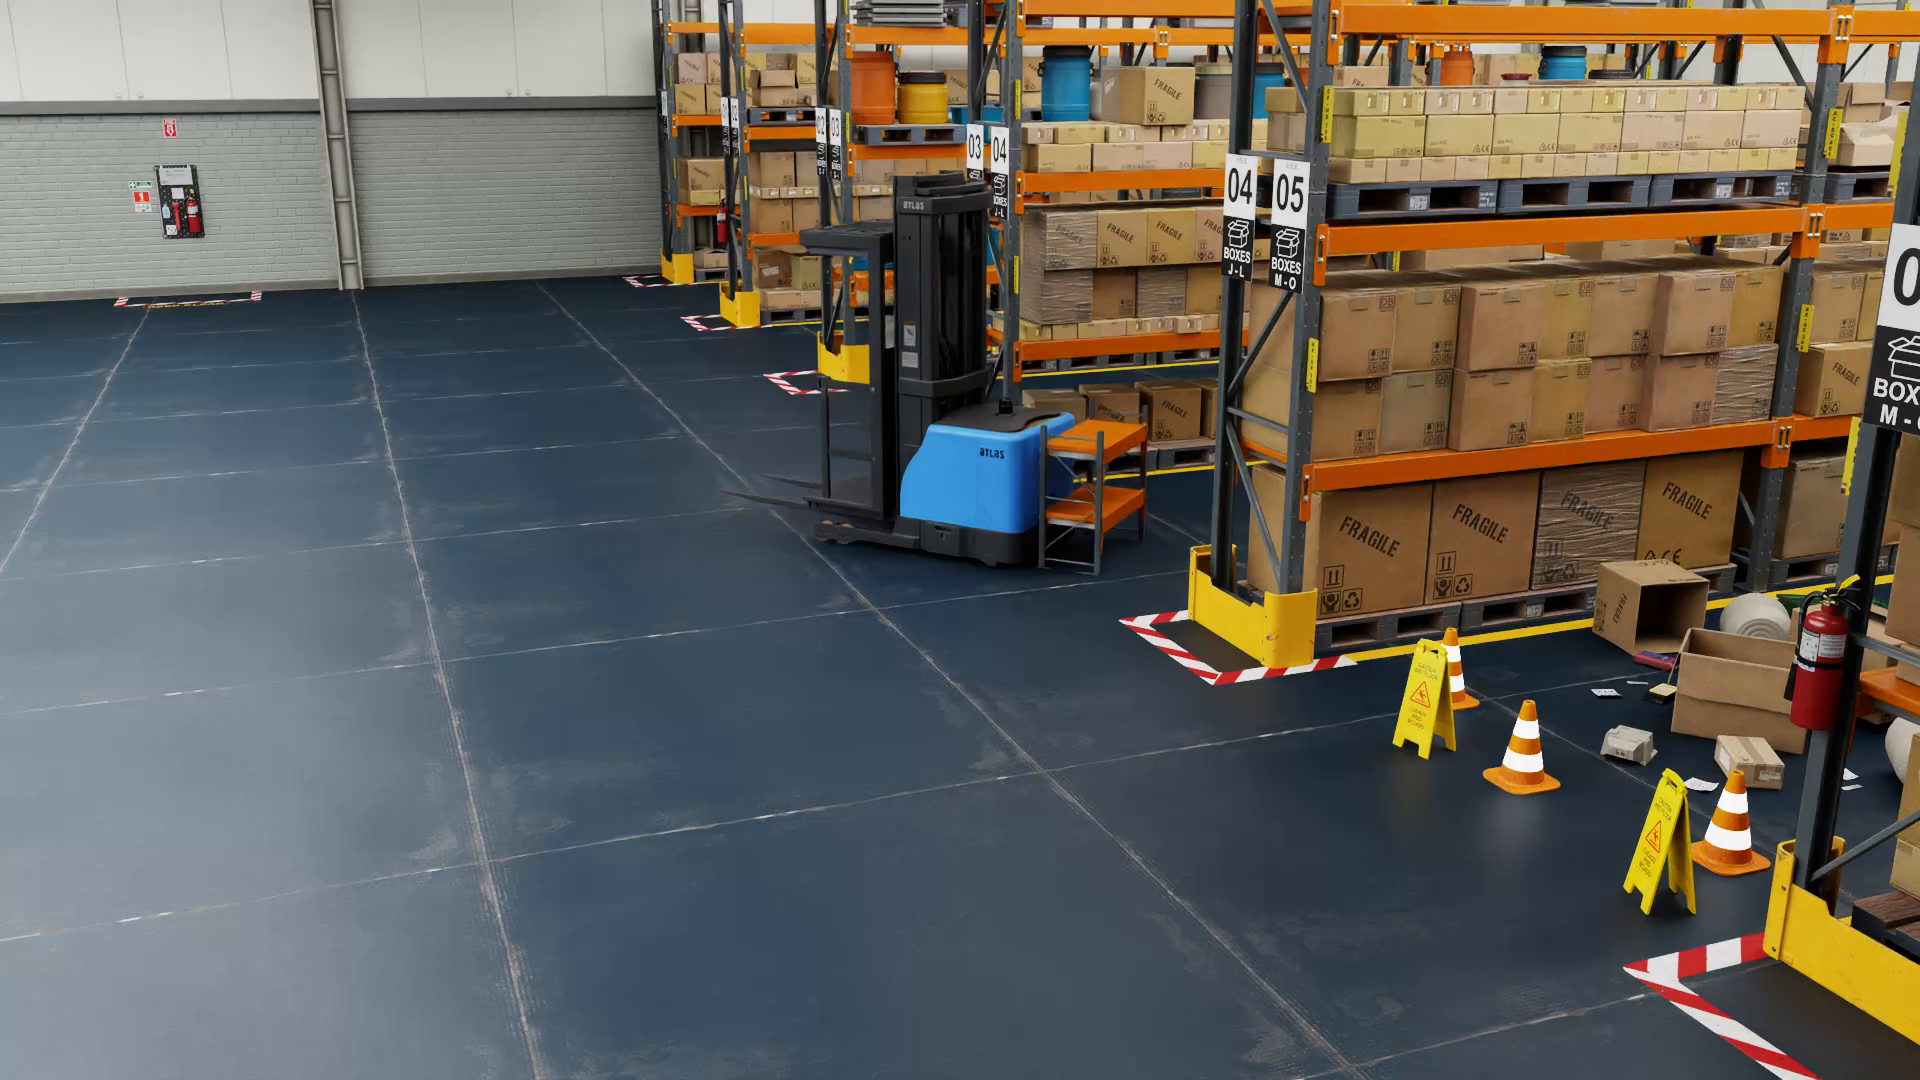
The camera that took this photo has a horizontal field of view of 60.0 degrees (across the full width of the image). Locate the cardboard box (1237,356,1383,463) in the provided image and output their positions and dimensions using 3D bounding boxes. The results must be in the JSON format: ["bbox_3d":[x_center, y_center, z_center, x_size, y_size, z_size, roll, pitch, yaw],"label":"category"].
[{"bbox_3d":[2.313,-0.894,11.052,0.550,0.550,0.875,-6,17,-20],"label":"cardboard box"}]

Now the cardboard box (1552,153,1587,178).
[{"bbox_3d":[3.834,-2.444,10.797,0.250,0.149,0.380,-6,17,-20],"label":"cardboard box"}]

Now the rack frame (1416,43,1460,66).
[{"bbox_3d":[7.967,-8.783,27.535,0.127,3.000,1.000,-6,17,-20],"label":"rack frame"}]

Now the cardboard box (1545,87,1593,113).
[{"bbox_3d":[3.835,-2.827,10.685,0.250,0.149,0.380,-6,17,-19],"label":"cardboard box"}]

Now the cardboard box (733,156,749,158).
[{"bbox_3d":[-3.696,-6.500,29.308,0.500,0.500,0.500,-7,18,-22],"label":"cardboard box"}]

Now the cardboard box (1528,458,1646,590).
[{"bbox_3d":[4.266,-0.221,12.053,0.875,0.875,0.875,-6,17,-20],"label":"cardboard box"}]

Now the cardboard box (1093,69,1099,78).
[{"bbox_3d":[2.880,-8.565,31.160,0.500,0.500,0.700,-8,18,-24],"label":"cardboard box"}]

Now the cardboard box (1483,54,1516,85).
[{"bbox_3d":[8.925,-7.943,28.049,0.500,0.500,0.700,-6,17,-20],"label":"cardboard box"}]

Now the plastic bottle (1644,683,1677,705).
[{"bbox_3d":[4.362,0.942,10.281,0.283,0.061,0.133,-14,21,-39],"label":"plastic bottle"}]

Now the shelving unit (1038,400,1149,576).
[{"bbox_3d":[1.055,-0.428,13.059,0.538,1.125,1.048,8,18,24],"label":"shelving unit"}]

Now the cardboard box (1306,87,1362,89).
[{"bbox_3d":[2.410,-2.871,10.836,0.250,0.149,0.380,-6,17,-20],"label":"cardboard box"}]

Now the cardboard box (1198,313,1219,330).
[{"bbox_3d":[2.276,-2.119,15.936,0.250,0.149,0.380,-6,17,-20],"label":"cardboard box"}]

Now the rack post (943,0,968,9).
[{"bbox_3d":[0.329,-6.437,19.680,0.954,0.300,0.937,-7,18,-21],"label":"rack post"}]

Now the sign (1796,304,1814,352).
[{"bbox_3d":[5.918,-1.483,11.649,0.005,0.325,0.100,-6,17,-20],"label":"sign"}]

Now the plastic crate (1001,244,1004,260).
[{"bbox_3d":[0.897,-3.630,21.011,0.662,0.188,0.450,-6,17,-20],"label":"plastic crate"}]

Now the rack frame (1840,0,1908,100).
[{"bbox_3d":[13.471,-7.882,24.469,0.127,3.000,1.000,-6,17,-20],"label":"rack frame"}]

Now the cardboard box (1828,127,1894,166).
[{"bbox_3d":[6.371,-2.795,11.785,0.396,0.266,0.258,-6,18,-21],"label":"cardboard box"}]

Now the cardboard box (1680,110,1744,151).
[{"bbox_3d":[4.878,-2.767,11.189,0.500,0.250,0.500,-6,17,-20],"label":"cardboard box"}]

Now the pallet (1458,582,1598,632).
[{"bbox_3d":[3.839,0.342,12.058,1.213,0.211,1.003,-6,17,-20],"label":"pallet"}]

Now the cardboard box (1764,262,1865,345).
[{"bbox_3d":[6.180,-1.755,12.299,0.500,0.500,0.700,-6,18,-21],"label":"cardboard box"}]

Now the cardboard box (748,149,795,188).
[{"bbox_3d":[-2.749,-5.414,24.231,0.500,0.500,0.700,-6,17,-20],"label":"cardboard box"}]

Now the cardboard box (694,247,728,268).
[{"bbox_3d":[-4.336,-4.965,29.172,0.500,0.311,0.500,-8,18,-26],"label":"cardboard box"}]

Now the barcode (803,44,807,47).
[{"bbox_3d":[-2.731,-8.724,29.289,0.075,0.075,0.001,-6,17,-20],"label":"barcode"}]

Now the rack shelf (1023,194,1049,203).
[{"bbox_3d":[0.588,-6.257,30.859,4.000,0.370,1.077,-6,17,-20],"label":"rack shelf"}]

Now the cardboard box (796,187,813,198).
[{"bbox_3d":[-2.316,-5.089,24.275,0.250,0.149,0.380,-6,17,-20],"label":"cardboard box"}]

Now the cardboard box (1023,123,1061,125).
[{"bbox_3d":[0.735,-3.752,15.285,0.250,0.149,0.380,-7,18,-22],"label":"cardboard box"}]

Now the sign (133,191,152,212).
[{"bbox_3d":[-13.148,-5.440,26.736,0.234,0.329,0.001,-6,17,-20],"label":"sign"}]

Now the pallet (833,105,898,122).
[{"bbox_3d":[-1.428,-6.280,24.493,1.213,0.211,1.003,-6,17,-20],"label":"pallet"}]

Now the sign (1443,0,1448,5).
[{"bbox_3d":[6.204,-6.777,21.278,0.005,0.325,0.100,-6,17,-20],"label":"sign"}]

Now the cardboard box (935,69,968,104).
[{"bbox_3d":[-0.068,-6.872,25.182,0.500,0.500,0.500,-5,17,-16],"label":"cardboard box"}]

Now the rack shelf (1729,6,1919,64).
[{"bbox_3d":[7.586,-3.719,12.278,4.000,0.370,1.077,-6,17,-20],"label":"rack shelf"}]

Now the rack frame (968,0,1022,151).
[{"bbox_3d":[0.303,-4.966,14.539,0.127,3.000,1.000,-6,17,-20],"label":"rack frame"}]

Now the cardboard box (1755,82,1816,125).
[{"bbox_3d":[9.091,-4.774,18.284,0.500,0.500,0.500,-5,17,-17],"label":"cardboard box"}]

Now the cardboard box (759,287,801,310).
[{"bbox_3d":[-2.658,-3.572,24.574,0.500,0.250,0.500,-6,17,-20],"label":"cardboard box"}]

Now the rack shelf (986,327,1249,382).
[{"bbox_3d":[2.170,-1.944,16.172,4.000,0.370,1.077,-6,17,-20],"label":"rack shelf"}]

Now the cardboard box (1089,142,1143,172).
[{"bbox_3d":[1.325,-3.489,15.099,0.500,0.250,0.500,-7,18,-21],"label":"cardboard box"}]

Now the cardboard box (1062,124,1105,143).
[{"bbox_3d":[1.111,-3.672,15.013,0.250,0.149,0.380,-6,18,-21],"label":"cardboard box"}]

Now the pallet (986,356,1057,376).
[{"bbox_3d":[0.483,-2.275,20.972,1.213,0.211,1.003,-6,17,-20],"label":"pallet"}]

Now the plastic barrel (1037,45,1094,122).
[{"bbox_3d":[1.298,-5.603,20.397,0.708,0.901,0.600,-6,17,-20],"label":"plastic barrel"}]

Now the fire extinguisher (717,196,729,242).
[{"bbox_3d":[-3.515,-4.768,24.647,0.183,0.674,0.296,-6,17,-20],"label":"fire extinguisher"}]

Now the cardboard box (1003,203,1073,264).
[{"bbox_3d":[0.728,-2.879,15.597,0.500,0.500,0.500,-6,17,-20],"label":"cardboard box"}]

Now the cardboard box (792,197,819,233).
[{"bbox_3d":[-2.309,-4.840,24.580,0.500,0.500,0.700,-6,17,-19],"label":"cardboard box"}]

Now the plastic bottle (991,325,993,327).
[{"bbox_3d":[0.372,-2.589,21.132,0.133,0.283,0.061,-6,17,-20],"label":"plastic bottle"}]

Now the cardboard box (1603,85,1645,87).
[{"bbox_3d":[4.546,-3.102,11.623,0.250,0.149,0.380,-6,18,-21],"label":"cardboard box"}]

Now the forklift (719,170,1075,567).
[{"bbox_3d":[-0.602,-1.487,13.459,3.031,2.935,1.130,9,19,29],"label":"forklift"}]

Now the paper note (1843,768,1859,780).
[{"bbox_3d":[4.866,1.285,9.190,0.142,0.019,0.148,0,16,-1],"label":"paper note"}]

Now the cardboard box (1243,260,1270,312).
[{"bbox_3d":[2.685,-2.535,16.200,0.500,0.500,0.875,-6,17,-20],"label":"cardboard box"}]

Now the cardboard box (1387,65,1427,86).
[{"bbox_3d":[7.470,-7.610,27.764,0.600,0.600,0.600,-8,18,-25],"label":"cardboard box"}]

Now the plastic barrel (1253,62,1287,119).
[{"bbox_3d":[3.884,-5.714,21.520,0.708,0.901,0.600,-6,17,-20],"label":"plastic barrel"}]

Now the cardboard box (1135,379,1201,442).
[{"bbox_3d":[2.029,-1.276,16.310,0.500,0.500,0.500,-4,17,-15],"label":"cardboard box"}]

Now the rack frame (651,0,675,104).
[{"bbox_3d":[-5.015,-8.876,27.852,0.127,3.000,1.000,-6,17,-20],"label":"rack frame"}]

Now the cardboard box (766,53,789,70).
[{"bbox_3d":[-3.259,-8.237,29.012,0.500,0.500,0.500,-6,17,-20],"label":"cardboard box"}]

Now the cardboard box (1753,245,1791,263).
[{"bbox_3d":[8.805,-2.972,18.219,0.500,0.500,0.500,-7,18,-22],"label":"cardboard box"}]

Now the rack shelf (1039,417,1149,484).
[{"bbox_3d":[1.055,-0.709,12.976,0.538,0.278,1.000,8,18,24],"label":"rack shelf"}]

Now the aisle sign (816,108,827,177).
[{"bbox_3d":[-1.643,-4.709,19.697,0.004,0.787,0.394,-6,17,-20],"label":"aisle sign"}]

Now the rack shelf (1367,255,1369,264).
[{"bbox_3d":[4.133,-3.651,21.983,4.000,0.370,1.077,-6,17,-20],"label":"rack shelf"}]
